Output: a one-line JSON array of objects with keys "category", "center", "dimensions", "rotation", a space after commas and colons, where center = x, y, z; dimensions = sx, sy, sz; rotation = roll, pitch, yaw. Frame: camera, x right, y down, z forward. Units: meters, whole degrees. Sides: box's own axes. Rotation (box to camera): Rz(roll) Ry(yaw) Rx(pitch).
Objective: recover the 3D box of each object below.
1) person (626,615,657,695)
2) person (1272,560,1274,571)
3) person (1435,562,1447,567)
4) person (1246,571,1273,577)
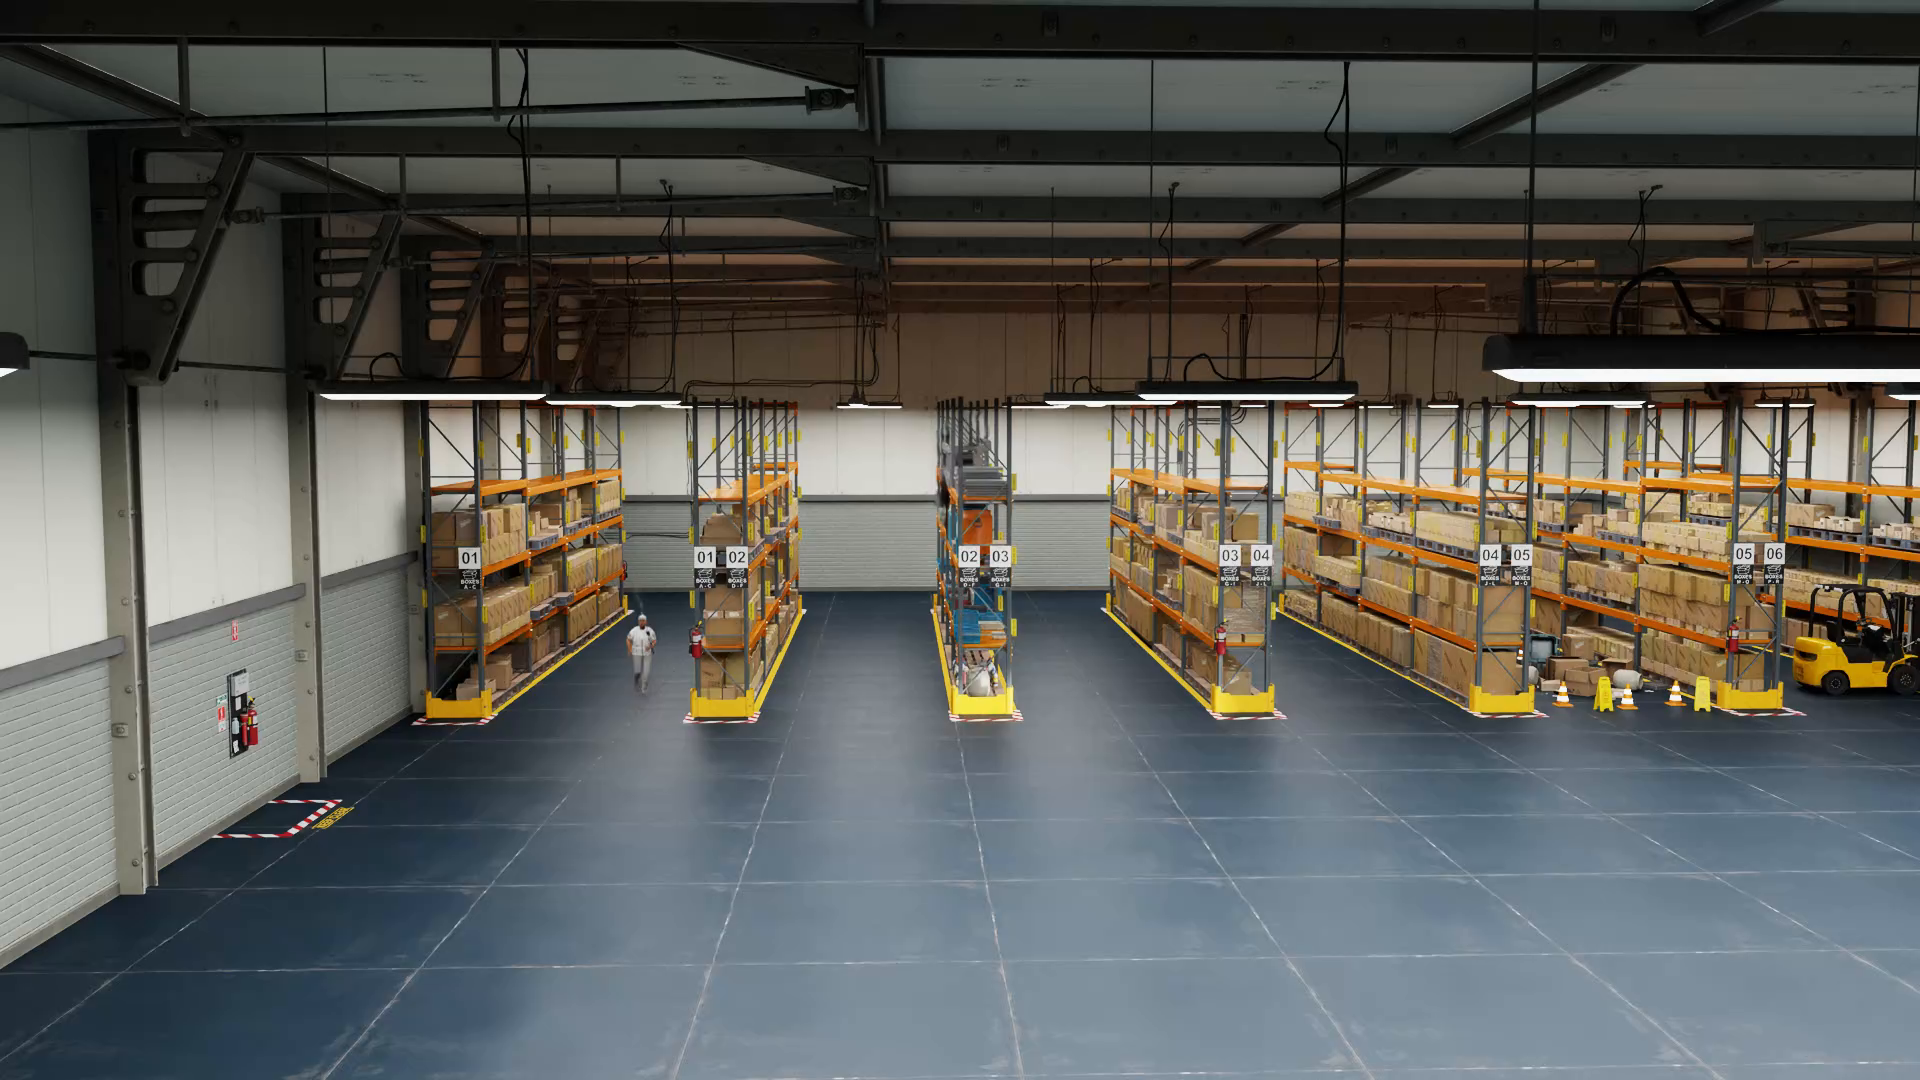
[{"category": "person", "center": [-6.395, 2.324, 33.469], "dimensions": [0.606, 1.620, 0.556], "rotation": [-1, 5, -13]}, {"category": "person", "center": [8.857, 1.108, 48.420], "dimensions": [0.631, 1.759, 0.666], "rotation": [-3, 5, -35]}, {"category": "person", "center": [14.281, 1.049, 49.331], "dimensions": [0.624, 1.737, 0.711], "rotation": [1, 4, 9]}, {"category": "person", "center": [8.125, 1.340, 45.157], "dimensions": [0.720, 1.831, 0.915], "rotation": [0, 4, 1]}]
